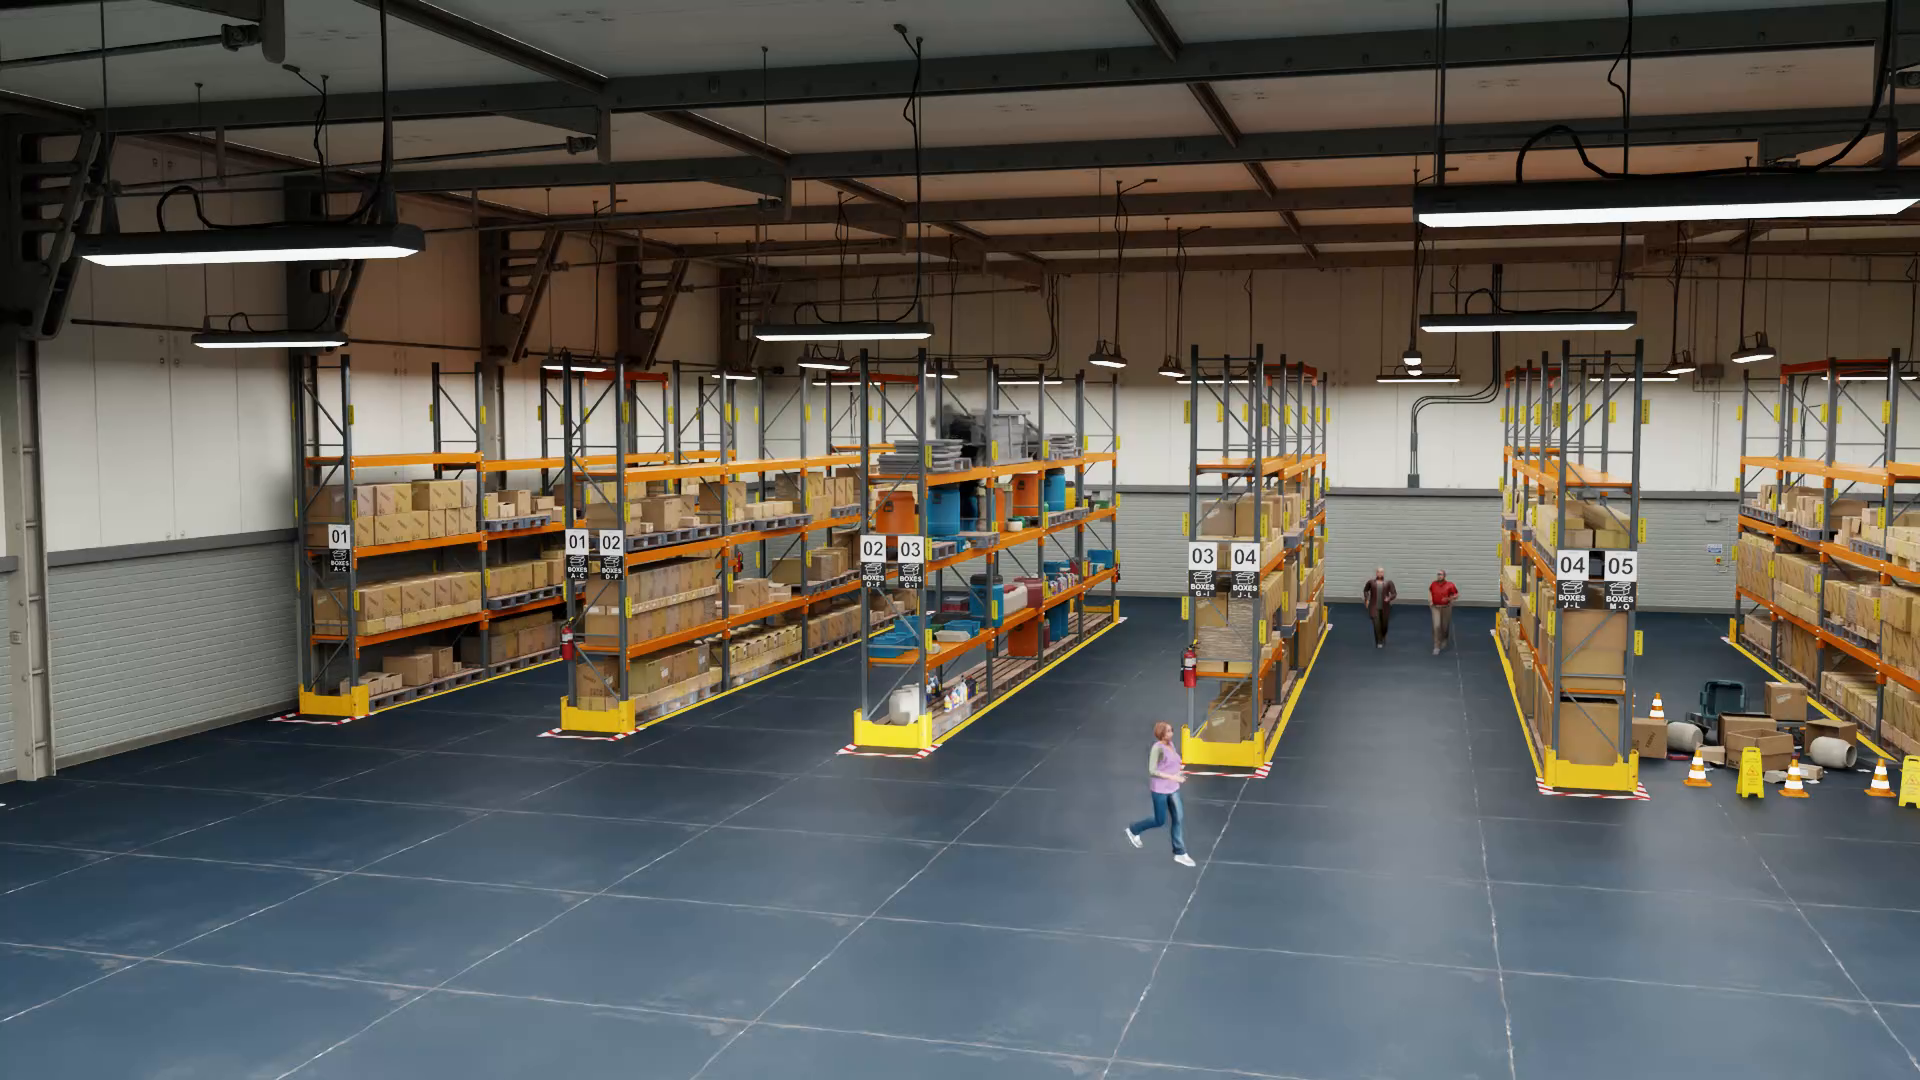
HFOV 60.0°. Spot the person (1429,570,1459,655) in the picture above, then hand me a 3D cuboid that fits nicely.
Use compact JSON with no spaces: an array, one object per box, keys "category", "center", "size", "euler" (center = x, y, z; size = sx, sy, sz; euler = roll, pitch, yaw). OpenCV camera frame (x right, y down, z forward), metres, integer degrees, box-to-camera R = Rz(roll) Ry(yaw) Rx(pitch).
[{"category":"person","center":[10.208,1.510,35.166],"size":[0.645,1.751,0.913],"euler":[2,5,24]}]

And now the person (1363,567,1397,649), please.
[{"category":"person","center":[9.004,1.452,35.695],"size":[0.709,1.742,0.799],"euler":[1,4,15]}]

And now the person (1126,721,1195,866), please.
[{"category":"person","center":[2.261,2.807,18.607],"size":[0.869,1.591,0.545],"euler":[3,5,39]}]
